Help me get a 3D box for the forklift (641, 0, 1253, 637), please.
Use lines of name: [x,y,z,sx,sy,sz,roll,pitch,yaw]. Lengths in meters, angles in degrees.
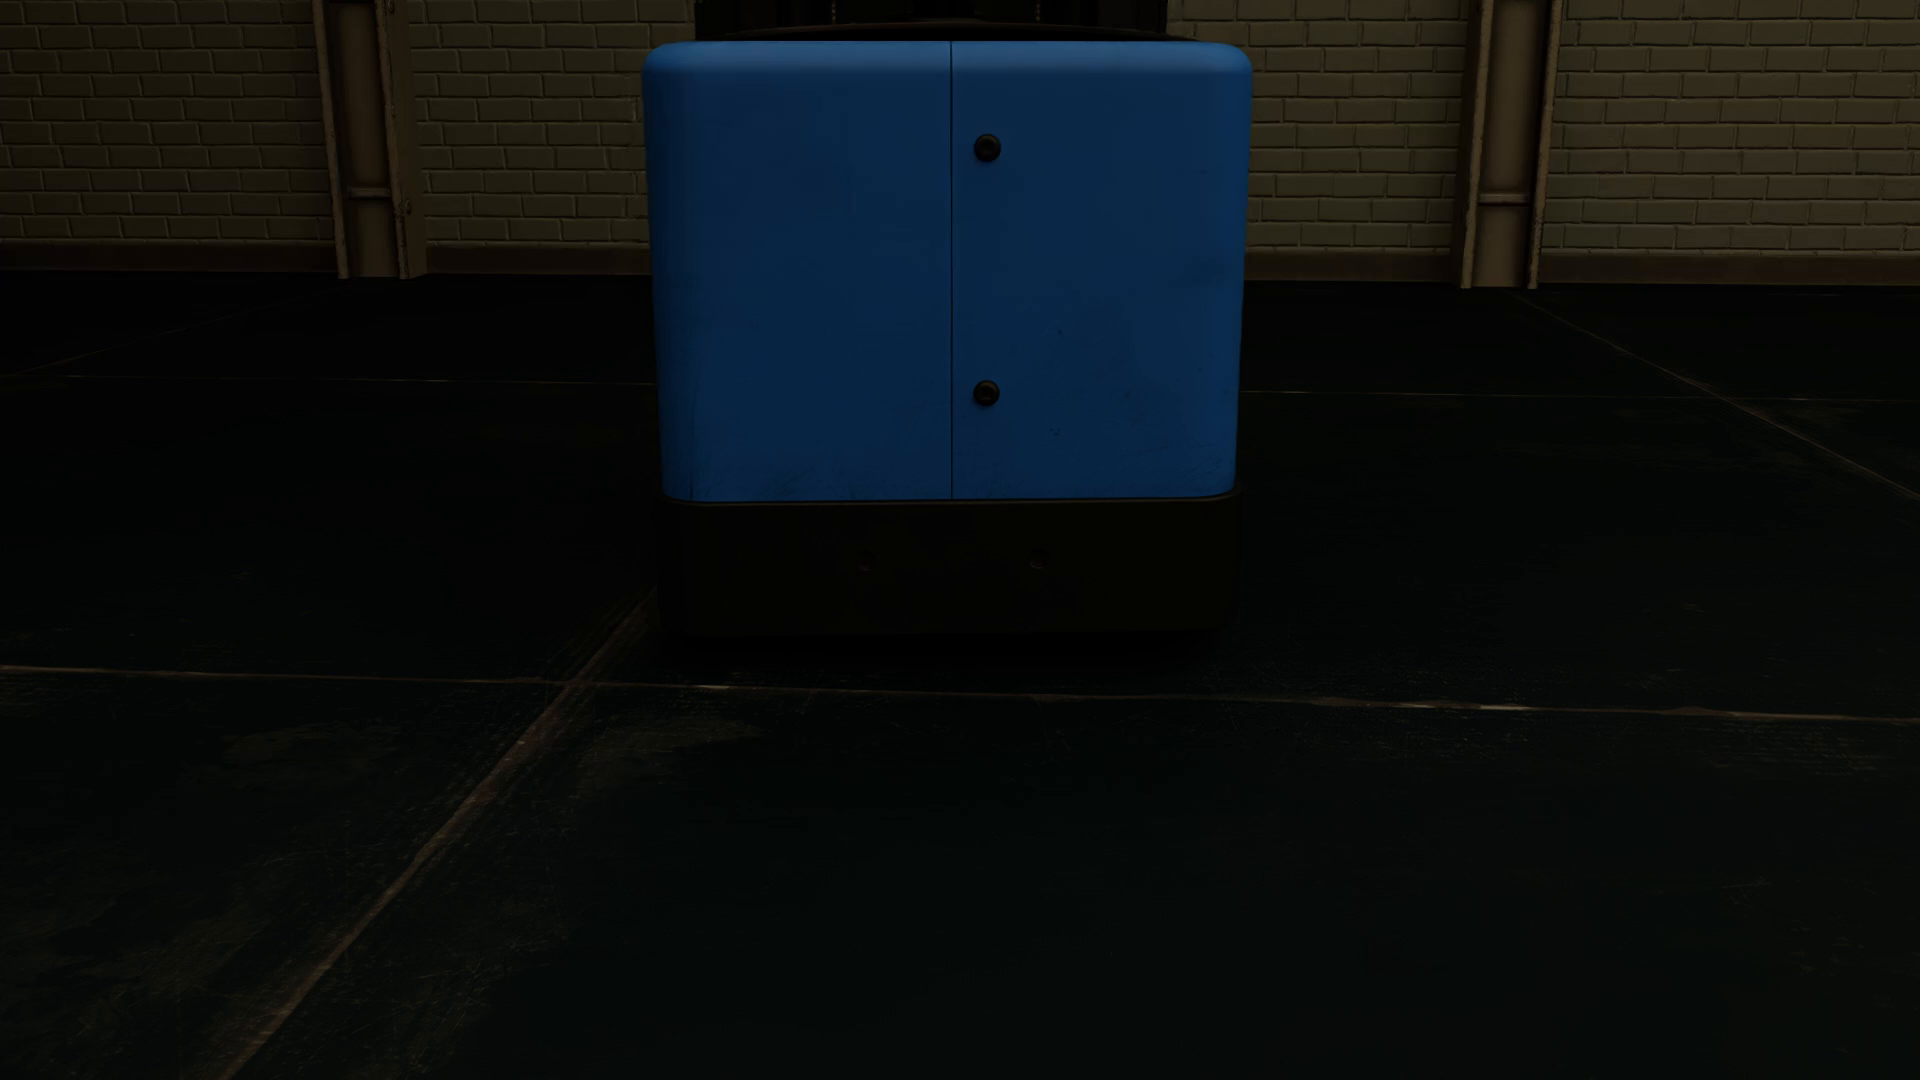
forklift: [-0.077,-1.575,4.022,1.130,2.935,3.031,-1,15,-2]
